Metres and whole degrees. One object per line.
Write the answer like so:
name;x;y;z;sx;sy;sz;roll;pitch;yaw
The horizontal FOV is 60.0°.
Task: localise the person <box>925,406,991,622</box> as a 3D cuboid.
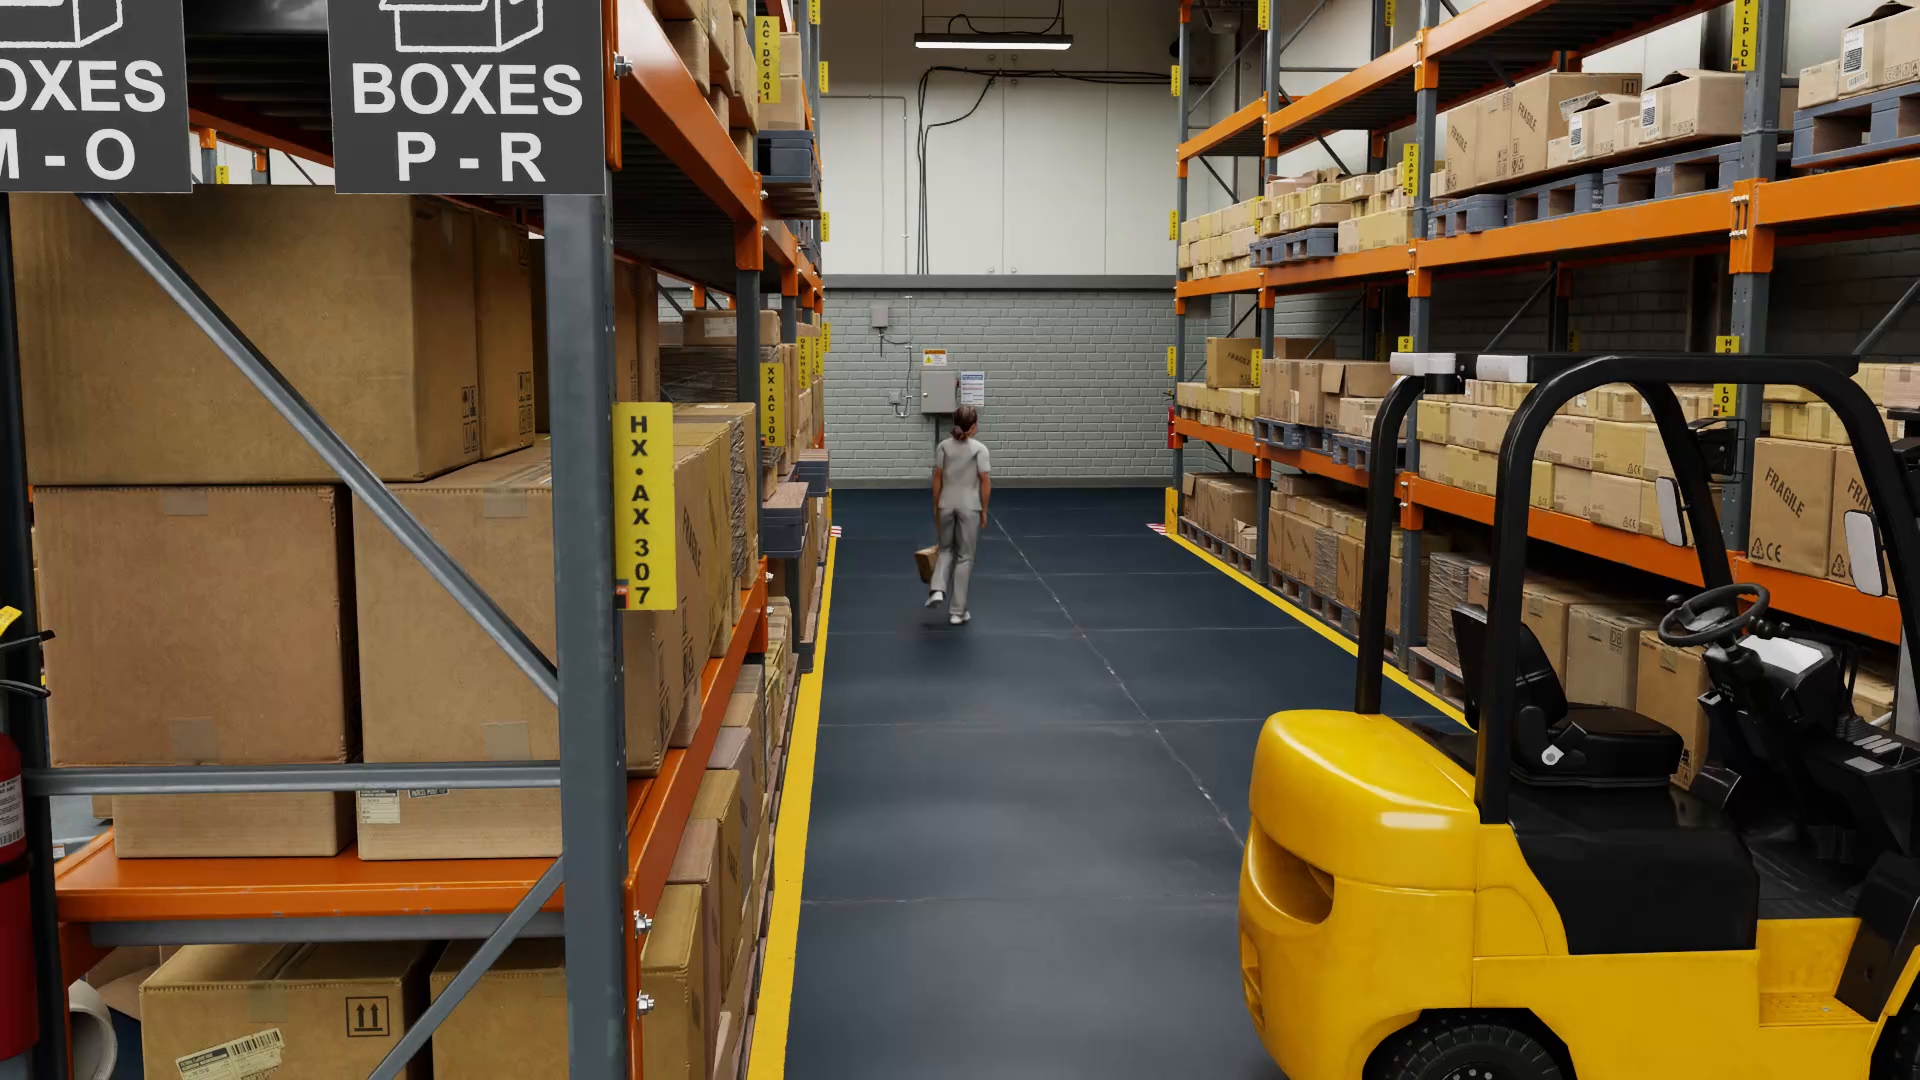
person;-0.021;-0.195;12.829;0.503;1.669;0.483;3;7;20
